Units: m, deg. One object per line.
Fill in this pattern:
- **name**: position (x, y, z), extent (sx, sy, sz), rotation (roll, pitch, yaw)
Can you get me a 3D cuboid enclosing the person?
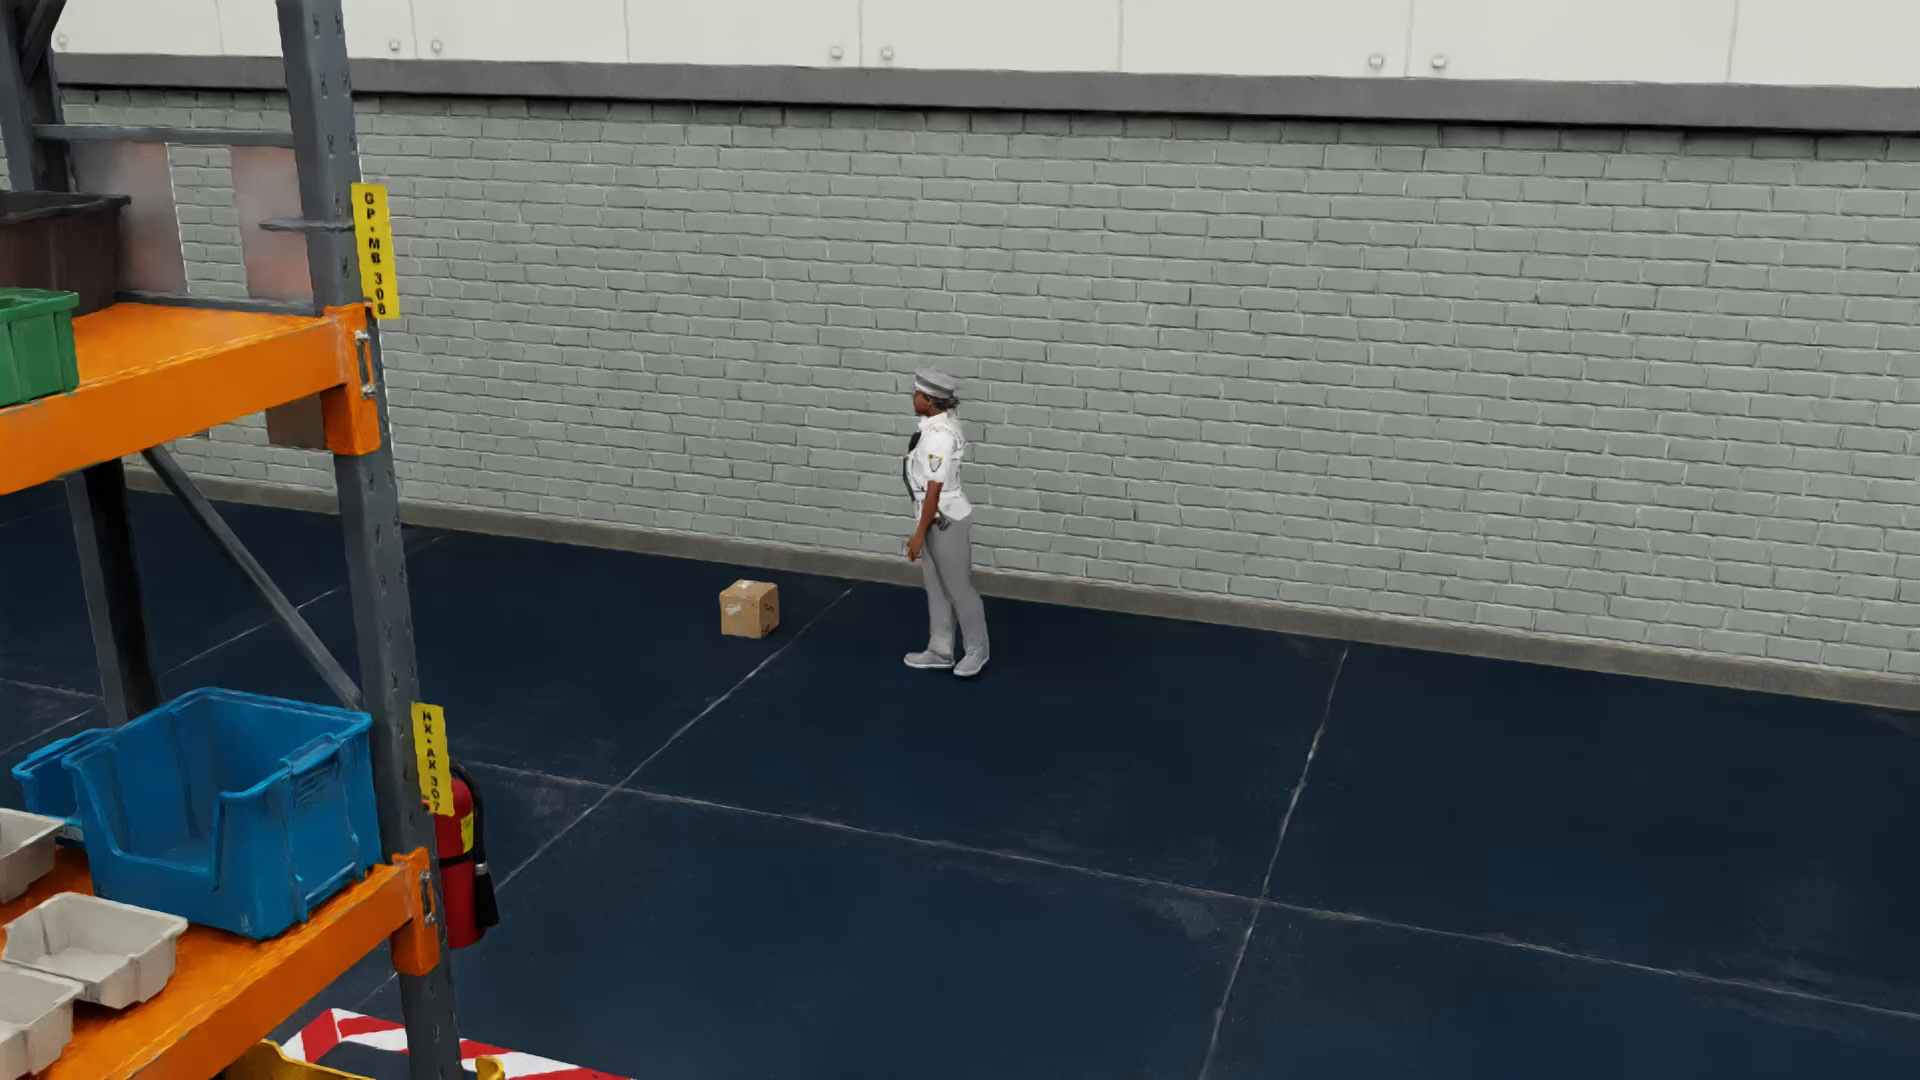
- **person**: position (-0.070, -0.085, 8.783), extent (0.472, 1.683, 0.449), rotation (-2, 19, -5)
